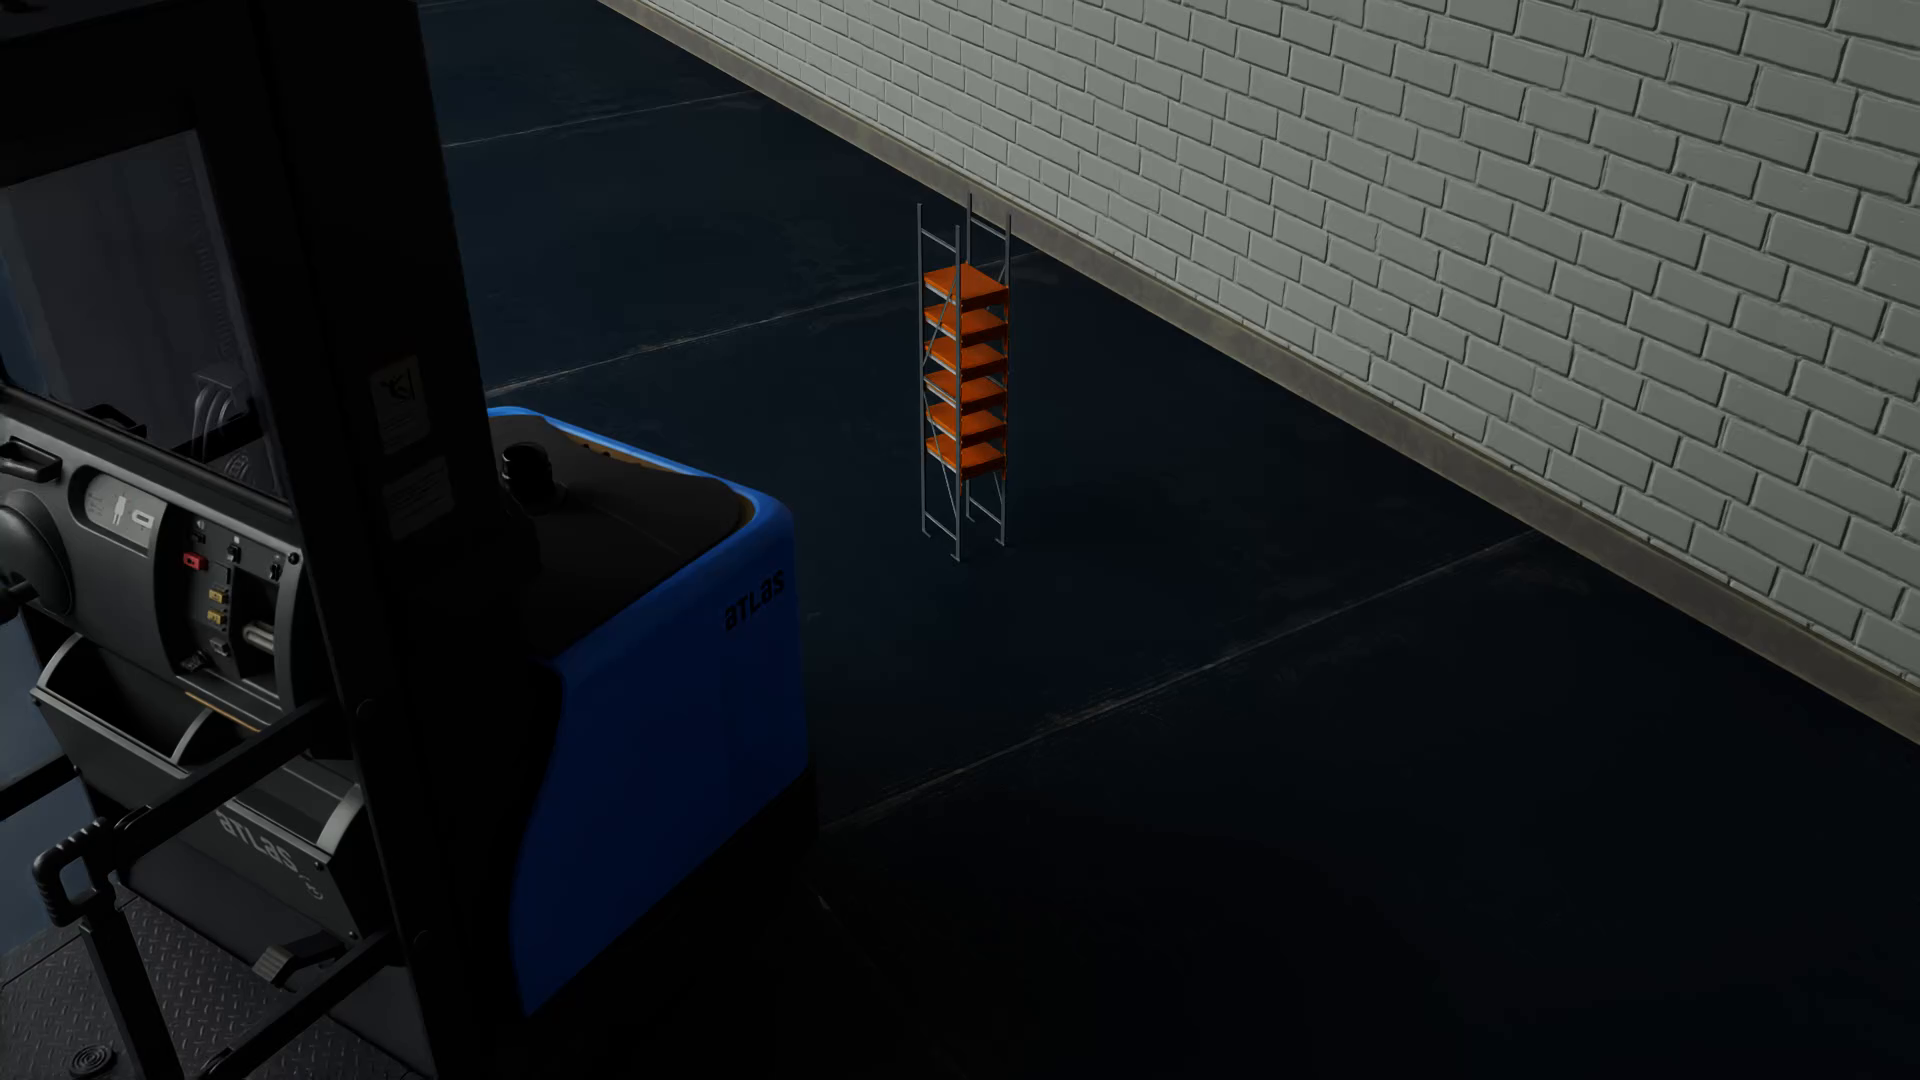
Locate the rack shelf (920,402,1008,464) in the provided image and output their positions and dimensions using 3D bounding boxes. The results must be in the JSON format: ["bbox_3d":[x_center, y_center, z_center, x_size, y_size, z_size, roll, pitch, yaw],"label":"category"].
[{"bbox_3d":[0.012,-0.373,5.524,0.180,0.103,0.258,-19,37,-27],"label":"rack shelf"}]

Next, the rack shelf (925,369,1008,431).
[{"bbox_3d":[0.012,-0.474,5.460,0.180,0.103,0.258,-19,37,-27],"label":"rack shelf"}]

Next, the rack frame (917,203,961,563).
[{"bbox_3d":[-0.065,-0.485,5.395,0.006,1.200,0.240,-19,37,-27],"label":"rack frame"}]

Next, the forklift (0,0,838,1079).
[{"bbox_3d":[-1.554,0.060,2.908,1.130,2.935,3.031,19,37,28],"label":"forklift"}]

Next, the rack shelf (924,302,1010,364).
[{"bbox_3d":[0.012,-0.677,5.332,0.180,0.103,0.258,-19,37,-27],"label":"rack shelf"}]

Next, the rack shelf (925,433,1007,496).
[{"bbox_3d":[0.012,-0.271,5.588,0.180,0.103,0.258,-19,37,-27],"label":"rack shelf"}]

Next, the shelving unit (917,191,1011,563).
[{"bbox_3d":[0.012,-0.512,5.437,0.189,1.200,0.258,-19,37,-27],"label":"shelving unit"}]

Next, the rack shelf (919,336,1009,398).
[{"bbox_3d":[0.012,-0.576,5.396,0.180,0.103,0.258,-19,37,-27],"label":"rack shelf"}]

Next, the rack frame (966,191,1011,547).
[{"bbox_3d":[0.089,-0.538,5.478,0.006,1.200,0.240,-19,37,-27],"label":"rack frame"}]

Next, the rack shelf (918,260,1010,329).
[{"bbox_3d":[0.012,-0.779,5.268,0.180,0.103,0.258,-19,37,-27],"label":"rack shelf"}]
